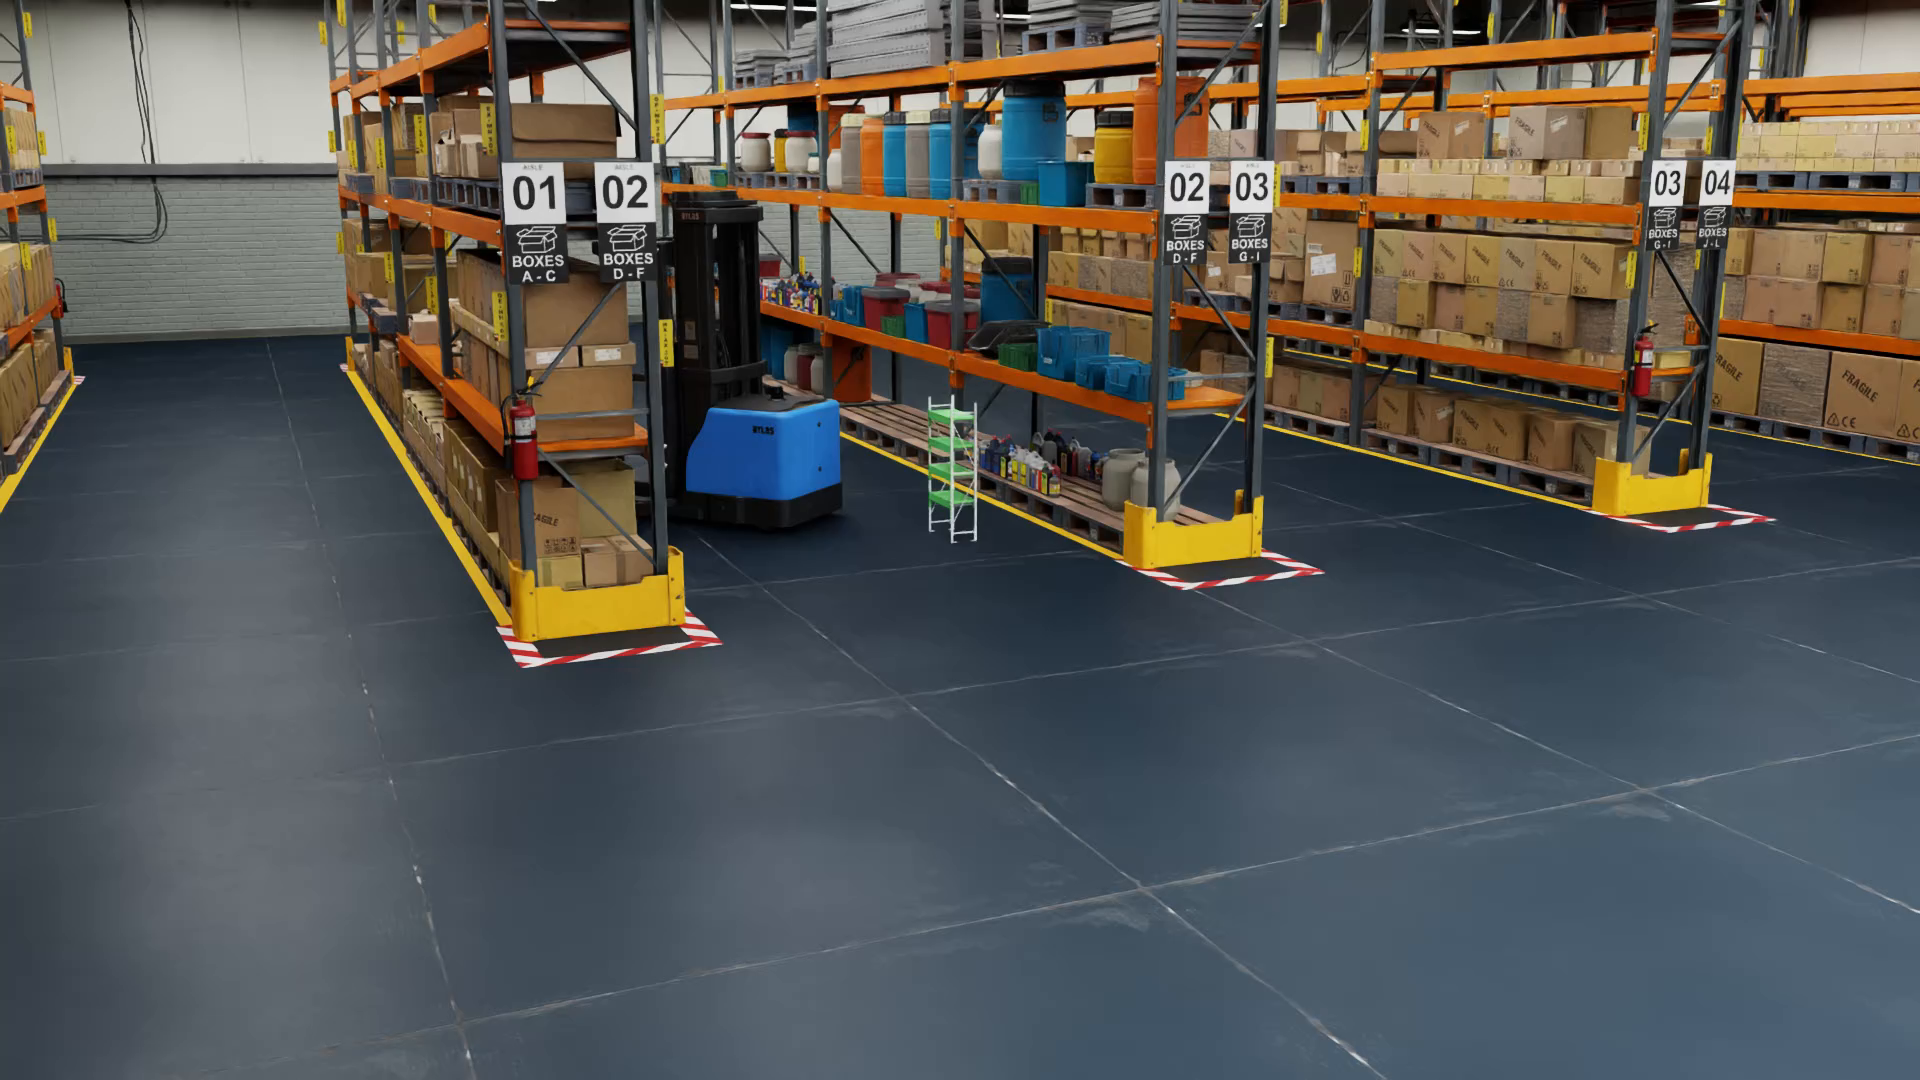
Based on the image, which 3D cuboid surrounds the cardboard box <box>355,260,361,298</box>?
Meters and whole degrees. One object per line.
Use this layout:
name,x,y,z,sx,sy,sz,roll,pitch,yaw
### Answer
cardboard box,-8.204,-3.674,23.369,0.500,0.500,0.500,-5,14,-22

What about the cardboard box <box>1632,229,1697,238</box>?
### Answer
cardboard box,9.103,-3.745,21.459,0.700,0.500,0.500,-6,14,-24

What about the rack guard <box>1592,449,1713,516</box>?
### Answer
rack guard,6.501,-0.545,15.617,1.175,0.500,0.348,-6,14,-23

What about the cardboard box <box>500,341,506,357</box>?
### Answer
cardboard box,-3.181,-1.439,12.274,0.380,0.149,0.250,-5,14,-22

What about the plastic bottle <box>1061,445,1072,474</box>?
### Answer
plastic bottle,1.036,-0.790,16.177,0.061,0.283,0.133,-6,14,-23

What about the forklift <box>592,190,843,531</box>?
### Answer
forklift,-2.641,-1.713,15.269,3.031,2.935,1.130,6,14,25

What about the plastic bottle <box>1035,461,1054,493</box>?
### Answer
plastic bottle,0.780,-0.582,15.296,0.152,0.276,0.135,-6,14,-23

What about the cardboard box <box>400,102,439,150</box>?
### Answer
cardboard box,-5.920,-4.594,18.476,0.500,0.500,0.500,-6,14,-23

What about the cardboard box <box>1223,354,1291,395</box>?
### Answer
cardboard box,3.848,-2.147,21.561,0.700,0.500,0.500,-7,15,-28

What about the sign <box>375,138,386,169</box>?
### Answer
sign,-6.249,-4.171,17.940,0.100,0.325,0.005,-6,14,-23

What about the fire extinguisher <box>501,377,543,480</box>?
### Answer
fire extinguisher,-2.925,-0.749,11.127,0.296,0.674,0.183,-6,14,-23

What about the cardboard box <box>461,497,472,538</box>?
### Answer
cardboard box,-3.850,-0.214,13.810,0.500,0.250,0.500,-6,14,-23

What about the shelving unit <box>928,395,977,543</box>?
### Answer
shelving unit,-0.066,-0.619,14.382,0.258,1.200,0.503,-6,14,-23

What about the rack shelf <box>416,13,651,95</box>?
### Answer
rack shelf,-3.348,-3.644,12.640,1.077,0.370,4.000,-6,14,-23

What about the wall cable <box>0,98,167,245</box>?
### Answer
wall cable,-15.431,-6.322,28.613,3.097,2.526,0.112,-6,14,-23

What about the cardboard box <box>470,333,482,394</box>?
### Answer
cardboard box,-3.748,-1.529,14.103,0.700,0.500,0.500,-6,14,-24

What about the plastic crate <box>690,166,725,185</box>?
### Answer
plastic crate,-3.811,-5.524,25.194,0.437,0.282,0.530,-6,14,-23

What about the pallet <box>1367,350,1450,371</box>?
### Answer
pallet,7.116,-2.882,26.355,1.003,0.211,1.213,-6,14,-23

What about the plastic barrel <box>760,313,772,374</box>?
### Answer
plastic barrel,-2.611,-2.848,23.744,0.600,0.901,0.708,-6,14,-23

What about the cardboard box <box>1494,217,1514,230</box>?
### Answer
cardboard box,10.167,-5.836,30.493,0.500,0.500,0.500,-6,14,-24

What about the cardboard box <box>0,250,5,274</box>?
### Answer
cardboard box,-10.864,-3.063,18.362,0.500,0.250,0.500,-6,14,-24

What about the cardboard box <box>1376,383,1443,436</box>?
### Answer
cardboard box,5.053,-1.474,18.700,0.500,0.500,0.500,-6,14,-25

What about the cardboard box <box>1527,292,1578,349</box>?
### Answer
cardboard box,6.027,-2.150,16.124,0.875,0.500,0.500,-6,14,-23

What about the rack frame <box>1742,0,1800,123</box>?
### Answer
rack frame,12.407,-7.218,25.600,1.000,3.000,0.127,-6,14,-23

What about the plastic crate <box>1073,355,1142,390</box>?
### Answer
plastic crate,1.264,-1.439,14.264,0.499,0.251,0.408,-6,14,-23

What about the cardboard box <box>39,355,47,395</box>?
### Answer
cardboard box,-12.295,-2.139,21.572,0.700,0.500,0.500,-6,14,-24

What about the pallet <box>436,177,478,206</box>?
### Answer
pallet,-3.783,-2.924,13.896,1.003,0.211,1.213,-6,14,-23

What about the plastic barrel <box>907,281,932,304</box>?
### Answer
plastic barrel,-0.434,-2.727,19.253,0.421,0.512,0.421,0,13,0

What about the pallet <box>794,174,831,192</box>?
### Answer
pallet,-1.428,-4.489,20.880,1.003,0.211,1.213,-6,14,-23

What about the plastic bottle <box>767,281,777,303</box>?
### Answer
plastic bottle,-2.513,-3.350,22.465,0.152,0.276,0.135,-6,14,-23

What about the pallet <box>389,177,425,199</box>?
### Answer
pallet,-5.397,-3.744,17.659,1.213,0.211,1.003,-5,14,-20

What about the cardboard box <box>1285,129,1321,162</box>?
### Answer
cardboard box,4.147,-4.869,20.774,0.500,0.500,0.500,-5,14,-22

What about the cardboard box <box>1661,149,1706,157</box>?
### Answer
cardboard box,9.085,-4.774,20.872,0.500,0.250,0.500,-5,14,-22

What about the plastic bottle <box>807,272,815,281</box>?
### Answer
plastic bottle,-2.071,-3.557,23.195,0.144,0.351,0.185,-6,14,-23

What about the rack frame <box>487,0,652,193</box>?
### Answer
rack frame,-2.546,-3.776,10.729,1.000,3.000,0.127,-6,14,-23

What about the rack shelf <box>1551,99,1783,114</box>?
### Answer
rack shelf,11.606,-7.086,27.512,1.077,0.370,4.000,-6,14,-23

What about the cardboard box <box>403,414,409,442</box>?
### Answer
cardboard box,-5.810,-1.237,18.227,0.500,0.250,0.500,-6,14,-23

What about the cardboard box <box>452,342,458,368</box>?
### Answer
cardboard box,-4.669,-1.779,15.704,0.396,0.266,0.258,-6,14,-24

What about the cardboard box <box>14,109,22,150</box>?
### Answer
cardboard box,-12.131,-5.170,20.918,0.500,0.500,0.500,-6,14,-24

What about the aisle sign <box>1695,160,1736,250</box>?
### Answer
aisle sign,6.832,-3.028,15.036,0.394,0.787,0.004,-6,14,-23

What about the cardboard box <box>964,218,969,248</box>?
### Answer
cardboard box,0.268,-5.263,28.469,0.500,0.500,0.500,-6,14,-24

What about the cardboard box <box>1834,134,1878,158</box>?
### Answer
cardboard box,10.064,-4.348,18.373,0.500,0.250,0.500,-5,14,-22

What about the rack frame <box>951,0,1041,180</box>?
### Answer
rack frame,0.391,-5.049,16.229,1.000,3.000,0.127,-6,14,-23

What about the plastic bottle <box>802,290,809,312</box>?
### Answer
plastic bottle,-1.964,-3.049,21.175,0.097,0.271,0.097,0,13,0

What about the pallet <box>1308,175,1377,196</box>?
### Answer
pallet,4.780,-4.081,19.114,1.213,0.211,1.003,-6,14,-23

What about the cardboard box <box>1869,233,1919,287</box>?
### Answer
cardboard box,10.599,-3.087,18.329,0.875,0.550,0.550,-6,14,-23

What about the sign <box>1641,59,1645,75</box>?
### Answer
sign,14.266,-9.898,34.757,0.100,0.325,0.005,-6,14,-23

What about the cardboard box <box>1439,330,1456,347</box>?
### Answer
cardboard box,5.263,-2.124,17.451,0.380,0.149,0.250,-6,14,-23

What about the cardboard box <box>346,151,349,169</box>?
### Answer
cardboard box,-8.192,-5.248,22.962,0.500,0.250,0.500,-6,14,-23

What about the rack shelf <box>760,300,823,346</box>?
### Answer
rack shelf,-2.012,-3.016,22.343,1.077,0.370,4.000,-6,14,-23

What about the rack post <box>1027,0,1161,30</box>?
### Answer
rack post,1.189,-4.584,14.384,0.937,0.300,0.954,-6,14,-24

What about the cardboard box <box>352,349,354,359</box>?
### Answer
cardboard box,-9.003,-2.824,25.227,0.380,0.166,0.250,-6,14,-23

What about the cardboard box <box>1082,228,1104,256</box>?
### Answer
cardboard box,2.253,-4.490,24.671,0.797,0.503,0.637,-5,14,-22

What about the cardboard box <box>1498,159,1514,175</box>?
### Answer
cardboard box,5.553,-3.689,16.455,0.380,0.149,0.250,-6,15,-26

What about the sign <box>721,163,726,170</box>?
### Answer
sign,-3.918,-6.069,27.520,0.100,0.325,0.005,-6,14,-23

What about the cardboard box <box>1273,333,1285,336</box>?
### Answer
cardboard box,5.648,-3.630,28.792,0.380,0.149,0.250,-6,14,-25
